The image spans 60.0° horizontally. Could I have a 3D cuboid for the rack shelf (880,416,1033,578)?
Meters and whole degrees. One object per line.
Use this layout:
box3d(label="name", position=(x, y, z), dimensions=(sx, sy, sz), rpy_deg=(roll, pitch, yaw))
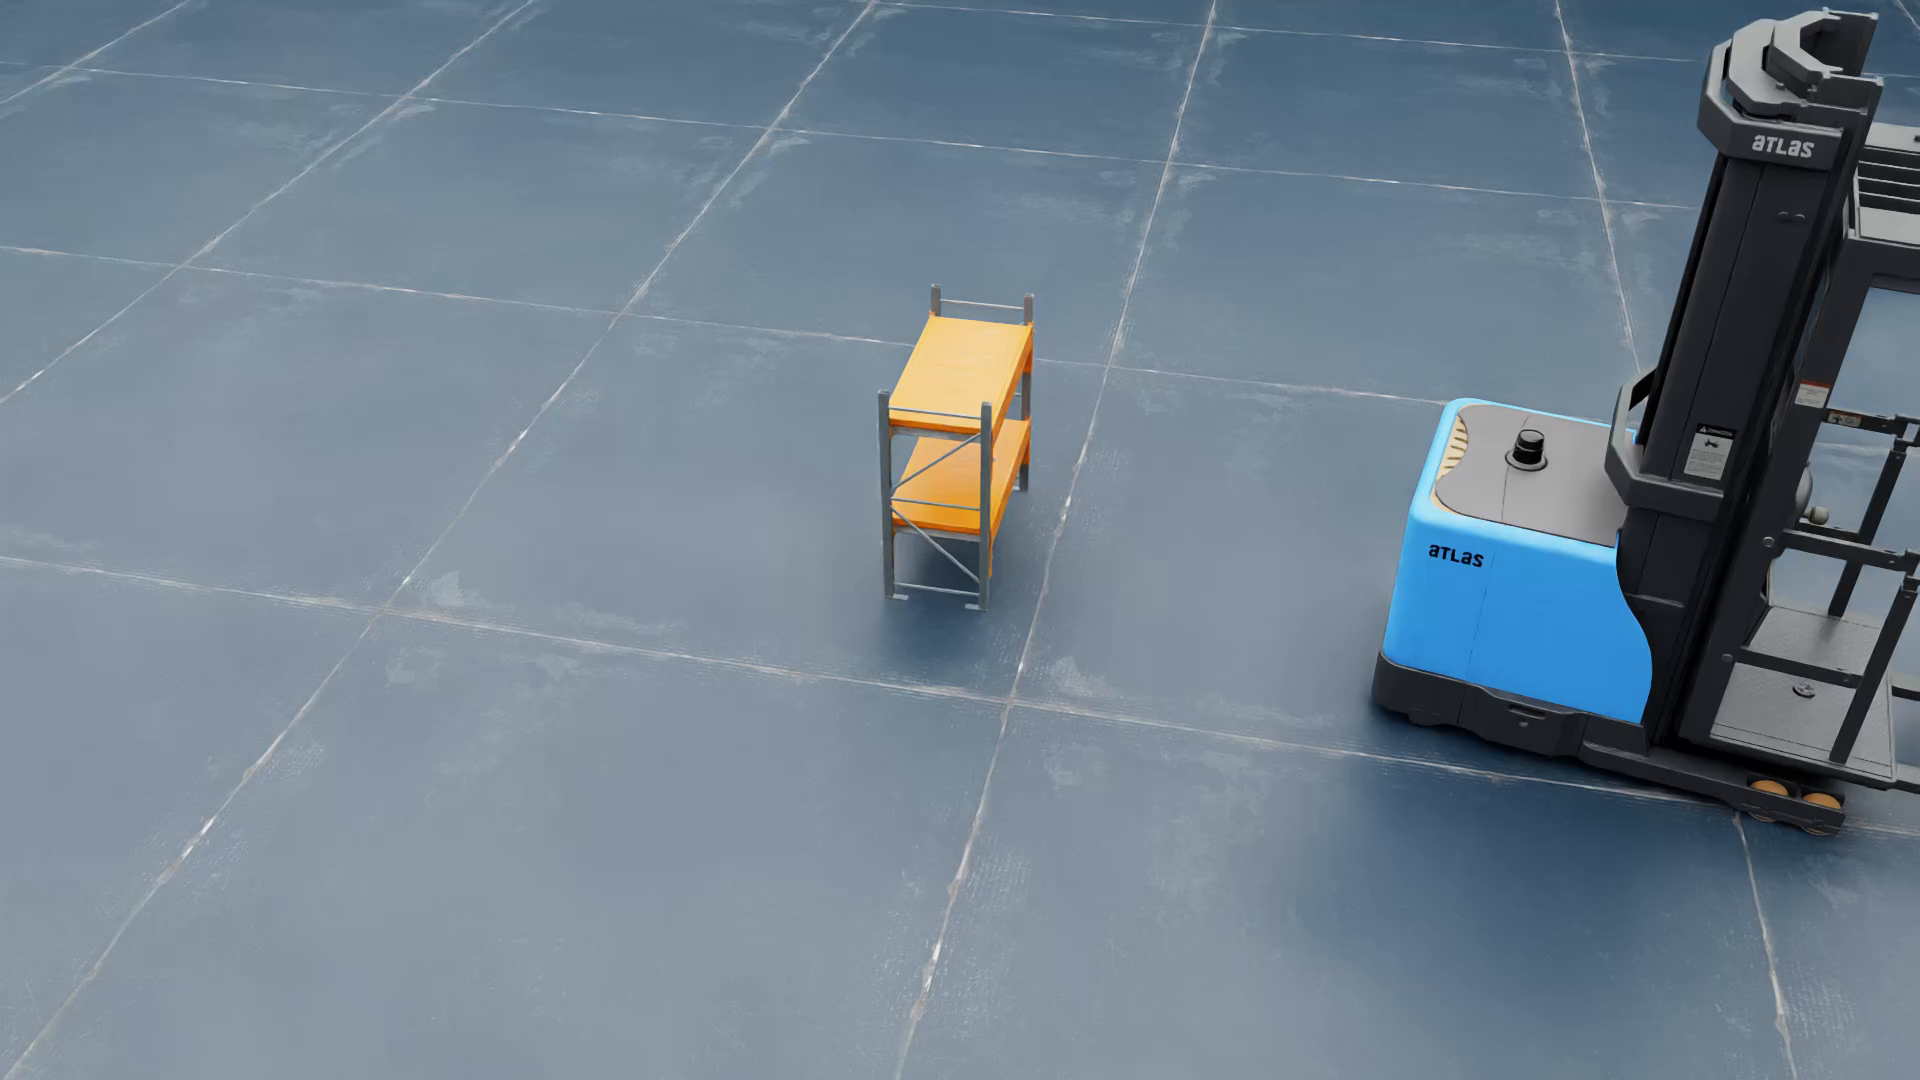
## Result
box3d(label="rack shelf", position=(-0.001, -0.254, 8.058), dimensions=(0.538, 0.278, 1.000), rpy_deg=(7, 37, 10))

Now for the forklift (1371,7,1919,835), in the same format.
box3d(label="forklift", position=(3.351, -0.367, 6.259), dimensions=(3.031, 2.935, 1.130), rpy_deg=(14, 38, 18))

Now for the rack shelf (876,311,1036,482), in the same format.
box3d(label="rack shelf", position=(-0.001, -0.689, 7.743), dimensions=(0.538, 0.278, 1.000), rpy_deg=(7, 37, 10))

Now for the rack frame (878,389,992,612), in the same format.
box3d(label="rack frame", position=(-0.110, -0.160, 7.512), dimensions=(0.500, 1.125, 0.032), rpy_deg=(7, 37, 10))

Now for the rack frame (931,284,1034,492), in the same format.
box3d(label="rack frame", position=(0.107, -0.743, 8.317), dimensions=(0.500, 1.125, 0.032), rpy_deg=(7, 37, 10))

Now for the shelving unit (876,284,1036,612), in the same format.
box3d(label="shelving unit", position=(-0.001, -0.452, 7.915), dimensions=(0.538, 1.125, 1.048), rpy_deg=(7, 37, 10))
